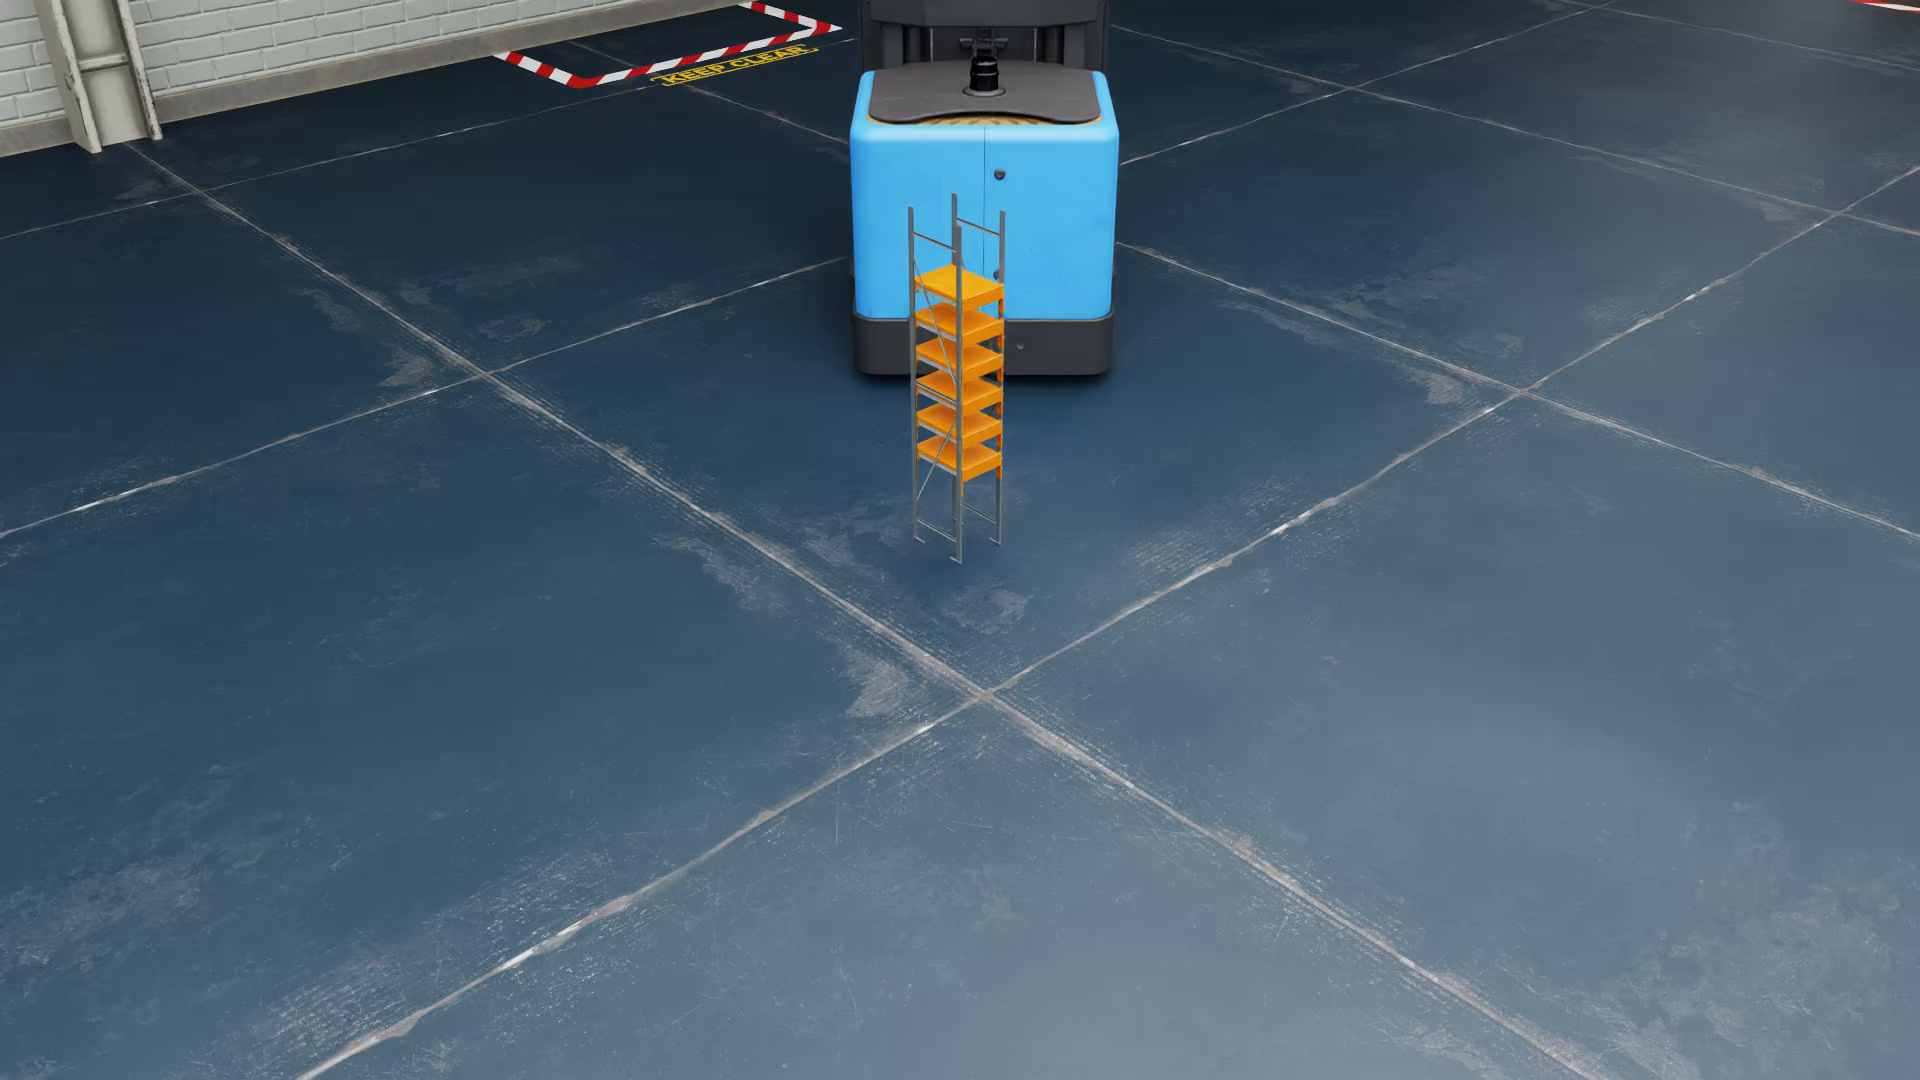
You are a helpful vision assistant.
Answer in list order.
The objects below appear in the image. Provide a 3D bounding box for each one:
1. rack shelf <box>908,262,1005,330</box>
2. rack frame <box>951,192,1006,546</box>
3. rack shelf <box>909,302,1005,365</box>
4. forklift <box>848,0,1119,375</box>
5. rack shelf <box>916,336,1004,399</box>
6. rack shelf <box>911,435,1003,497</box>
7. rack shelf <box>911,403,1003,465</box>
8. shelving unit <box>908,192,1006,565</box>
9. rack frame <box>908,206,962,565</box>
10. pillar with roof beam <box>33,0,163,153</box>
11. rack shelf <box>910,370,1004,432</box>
[{"bbox_3d":[-0.011,-0.776,5.264,0.180,0.103,0.258,-26,40,-35],"label":"rack shelf"},{"bbox_3d":[0.056,-0.539,5.482,0.006,1.200,0.240,-26,40,-35],"label":"rack frame"},{"bbox_3d":[-0.011,-0.674,5.327,0.180,0.103,0.258,-26,40,-35],"label":"rack shelf"},{"bbox_3d":[0.100,-2.644,7.264,1.130,2.935,3.031,0,31,0],"label":"forklift"},{"bbox_3d":[-0.011,-0.571,5.389,0.180,0.103,0.258,-26,40,-35],"label":"rack shelf"},{"bbox_3d":[-0.011,-0.264,5.577,0.180,0.103,0.258,-26,40,-35],"label":"rack shelf"},{"bbox_3d":[-0.011,-0.366,5.514,0.180,0.103,0.258,-26,40,-35],"label":"rack shelf"},{"bbox_3d":[-0.011,-0.507,5.429,0.189,1.200,0.258,-26,40,-35],"label":"shelving unit"},{"bbox_3d":[-0.078,-0.474,5.376,0.006,1.200,0.240,-26,40,-35],"label":"rack frame"},{"bbox_3d":[-1.876,-4.479,4.449,0.400,9.000,9.100,-26,40,-35],"label":"pillar with roof beam"},{"bbox_3d":[-0.011,-0.469,5.452,0.180,0.103,0.258,-26,40,-35],"label":"rack shelf"}]
